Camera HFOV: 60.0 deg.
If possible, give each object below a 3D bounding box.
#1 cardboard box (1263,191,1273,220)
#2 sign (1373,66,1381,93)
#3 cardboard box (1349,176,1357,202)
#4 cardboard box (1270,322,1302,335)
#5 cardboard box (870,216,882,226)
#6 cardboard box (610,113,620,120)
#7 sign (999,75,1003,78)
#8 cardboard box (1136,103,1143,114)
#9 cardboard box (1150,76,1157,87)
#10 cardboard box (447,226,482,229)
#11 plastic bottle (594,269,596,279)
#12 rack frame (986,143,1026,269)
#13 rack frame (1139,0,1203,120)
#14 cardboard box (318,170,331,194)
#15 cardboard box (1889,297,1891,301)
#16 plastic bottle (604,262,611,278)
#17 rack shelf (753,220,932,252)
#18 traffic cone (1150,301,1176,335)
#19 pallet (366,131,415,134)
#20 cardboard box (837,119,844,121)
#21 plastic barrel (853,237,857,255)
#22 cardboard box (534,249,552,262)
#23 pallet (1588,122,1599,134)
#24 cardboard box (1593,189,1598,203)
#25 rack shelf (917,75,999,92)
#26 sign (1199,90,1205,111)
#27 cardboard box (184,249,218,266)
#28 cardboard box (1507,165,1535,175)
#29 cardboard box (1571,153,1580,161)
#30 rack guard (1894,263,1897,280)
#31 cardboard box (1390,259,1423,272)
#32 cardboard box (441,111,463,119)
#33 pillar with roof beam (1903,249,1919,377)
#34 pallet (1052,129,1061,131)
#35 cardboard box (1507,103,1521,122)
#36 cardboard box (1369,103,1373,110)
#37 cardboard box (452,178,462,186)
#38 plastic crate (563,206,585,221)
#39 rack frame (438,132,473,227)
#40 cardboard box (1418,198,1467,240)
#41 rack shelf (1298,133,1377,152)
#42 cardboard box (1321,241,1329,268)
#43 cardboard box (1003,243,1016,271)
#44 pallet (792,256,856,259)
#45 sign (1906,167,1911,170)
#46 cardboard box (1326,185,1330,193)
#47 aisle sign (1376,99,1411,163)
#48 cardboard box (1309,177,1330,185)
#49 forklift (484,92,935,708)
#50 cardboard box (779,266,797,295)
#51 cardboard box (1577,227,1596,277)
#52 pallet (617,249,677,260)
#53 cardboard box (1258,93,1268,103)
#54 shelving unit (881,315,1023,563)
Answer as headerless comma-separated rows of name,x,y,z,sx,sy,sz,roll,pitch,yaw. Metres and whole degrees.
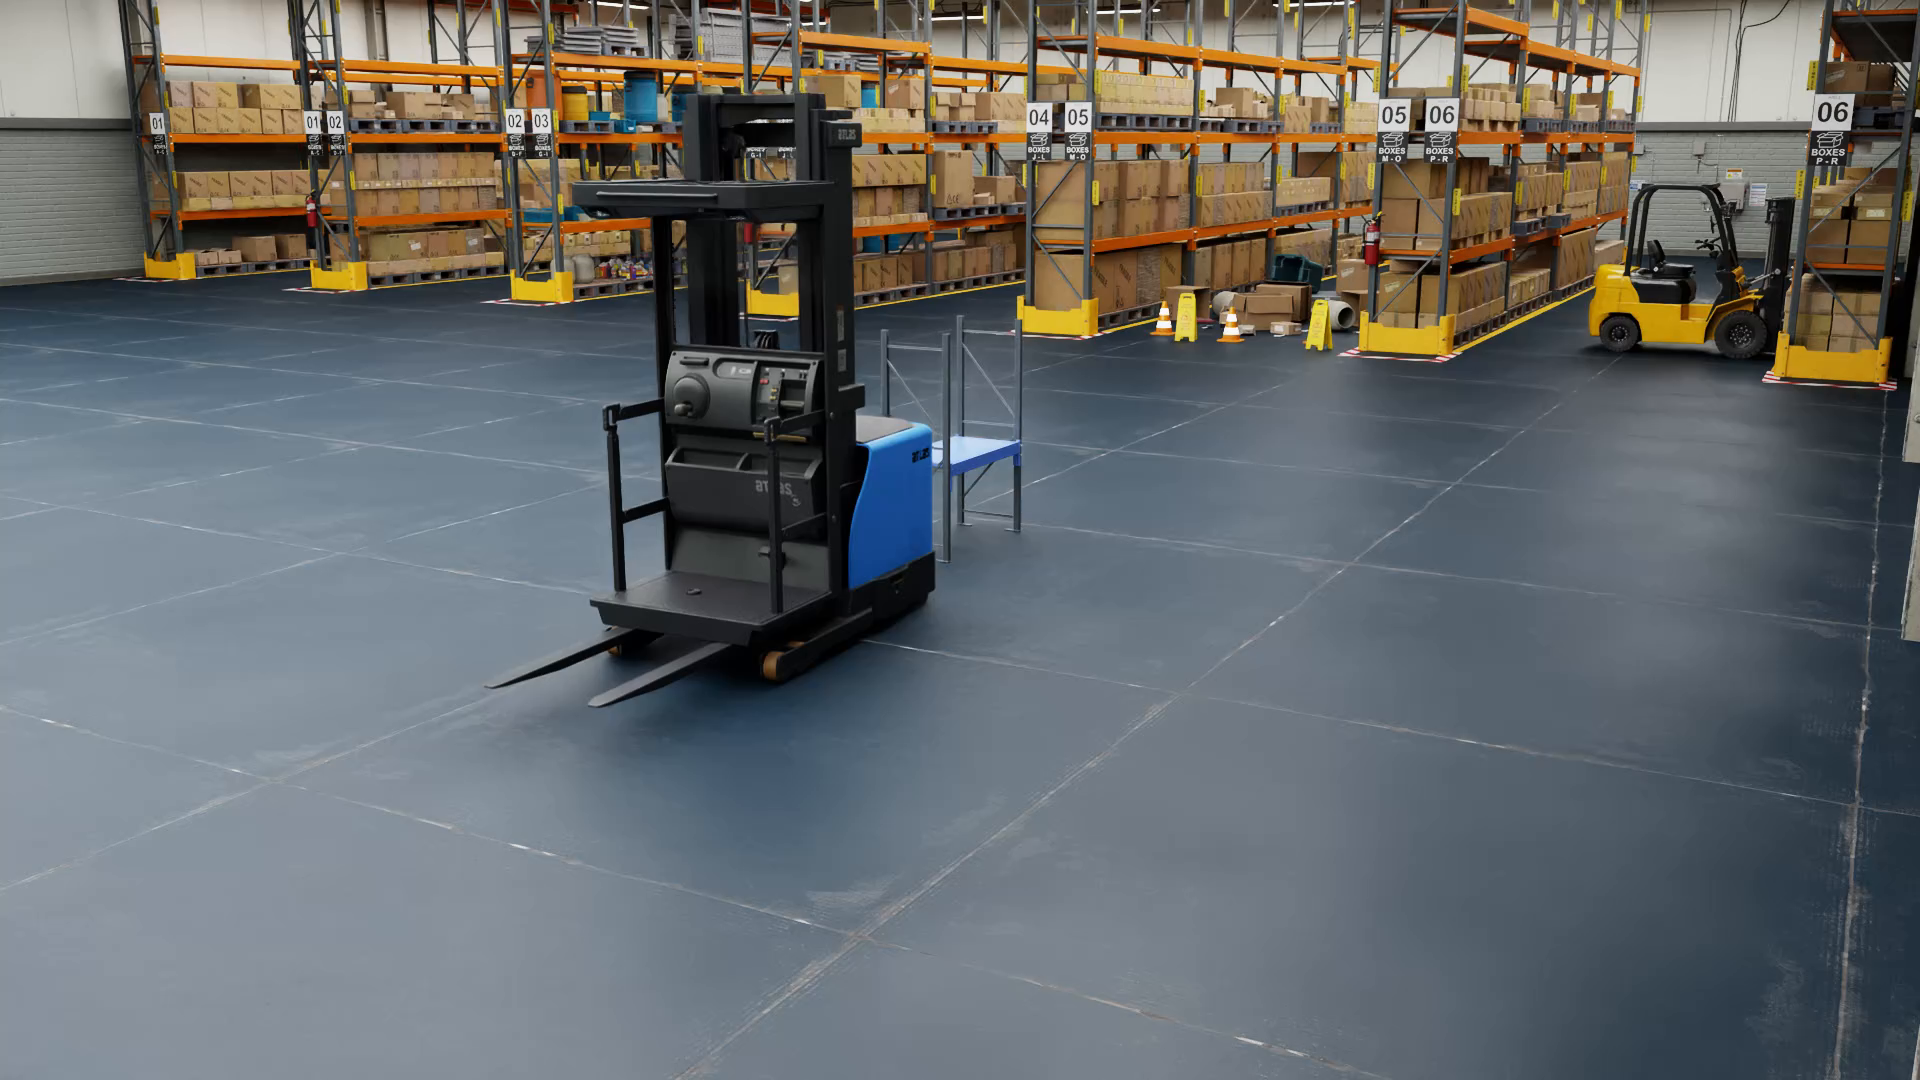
cardboard box,5.295,-6.019,29.888,0.500,0.500,0.500,7,15,28
sign,5.316,-5.868,21.183,0.100,0.325,0.005,7,15,28
cardboard box,7.904,-7.283,34.494,0.500,0.500,0.500,7,15,28
cardboard box,4.657,-3.024,23.759,0.250,0.149,0.380,-8,16,-30
cardboard box,-1.534,-5.350,27.861,0.380,0.149,0.250,7,15,28
cardboard box,-7.856,-9.289,36.689,0.500,0.250,0.500,6,15,24
sign,1.005,-11.579,41.052,0.100,0.325,0.005,7,15,28
cardboard box,2.466,-6.334,24.433,0.380,0.149,0.250,7,15,28
cardboard box,2.712,-6.827,24.775,0.380,0.149,0.250,8,16,29
cardboard box,-10.118,-6.151,34.019,0.500,0.500,0.500,7,15,28
plastic bottle,-6.715,-4.876,30.391,0.097,0.201,0.097,0,14,0
rack frame,0.984,-6.676,32.826,1.000,3.000,0.127,7,15,28
rack frame,3.344,-8.189,26.302,1.000,3.000,0.127,7,15,28
cardboard box,-13.916,-7.709,35.785,0.500,0.500,0.500,7,15,28
cardboard box,14.455,-4.036,26.310,0.500,0.500,0.500,8,16,30
plastic bottle,-6.475,-4.953,30.534,0.061,0.283,0.133,7,15,28
rack shelf,-1.916,-5.096,27.804,1.077,0.370,4.000,7,15,28
traffic cone,2.910,-3.167,23.683,0.336,0.463,0.334,7,15,28
pallet,-13.067,-9.234,37.436,1.213,0.211,1.003,7,15,28
cardboard box,-2.180,-6.596,26.415,0.500,0.250,0.500,7,15,27
plastic barrel,-2.584,-6.603,36.773,0.600,0.588,0.708,7,15,28
cardboard box,-8.959,-6.006,35.015,0.500,0.250,0.500,8,16,29
pallet,11.193,-7.546,30.440,0.805,0.209,1.217,7,15,26
cardboard box,11.593,-6.426,31.042,0.500,0.250,0.500,7,15,28
rack shelf,-0.451,-10.841,39.688,1.077,0.370,4.000,7,15,28
sign,3.830,-6.958,26.324,0.100,0.325,0.005,7,15,28
cardboard box,-15.478,-5.757,33.812,0.500,0.311,0.500,6,15,22
cardboard box,8.698,-5.736,25.800,0.380,0.149,0.250,8,16,31
cardboard box,11.686,-7.365,31.953,0.380,0.149,0.250,8,16,29
rack guard,17.837,-5.402,32.876,1.175,0.500,0.348,7,15,28
cardboard box,6.070,-3.736,22.618,0.380,0.149,0.250,8,16,30
cardboard box,-9.963,-8.309,32.538,0.380,0.149,0.250,7,15,28
pillar with roof beam,7.496,-6.795,20.520,9.100,9.000,0.400,7,15,28
pallet,1.249,-8.181,33.070,1.213,0.211,1.003,8,16,31
cardboard box,7.747,-6.141,23.892,0.500,0.250,0.500,7,15,28
cardboard box,8.478,-9.142,35.058,0.380,0.149,0.250,7,15,26
cardboard box,-10.057,-7.054,32.796,0.380,0.149,0.250,7,15,28
plastic crate,-6.920,-5.793,29.480,0.499,0.251,0.408,7,15,28
rack frame,-12.024,-8.360,39.810,1.000,3.000,0.127,7,15,28
cardboard box,6.264,-4.171,21.587,0.500,0.500,0.500,7,15,27
rack shelf,8.178,-8.433,35.248,1.077,0.370,4.000,7,15,28
cardboard box,7.074,-5.723,33.309,0.500,0.500,0.500,7,15,27
cardboard box,0.678,-5.535,32.488,0.700,0.500,0.500,6,15,25
pallet,-3.007,-6.048,36.171,1.003,0.211,1.213,7,15,28
sign,16.428,-6.313,28.850,0.100,0.325,0.005,7,15,28
cardboard box,7.191,-7.037,33.327,0.380,0.149,0.250,8,16,30
aisle sign,5.508,-5.196,21.140,0.394,0.787,0.004,7,15,28
cardboard box,7.188,-7.181,33.290,0.380,0.149,0.250,8,16,31
forklift,-1.255,-0.811,8.643,1.130,2.935,3.031,7,15,26
cardboard box,-2.567,-4.150,26.785,0.500,0.500,0.500,11,17,38
cardboard box,11.363,-5.409,31.207,0.875,0.875,0.875,8,16,30
pallet,-7.292,-6.593,38.429,1.003,0.211,1.213,7,15,28
cardboard box,5.480,-8.192,30.866,0.396,0.266,0.258,7,15,28
shelving unit,-0.041,-0.712,11.285,0.538,1.500,1.048,7,15,28
